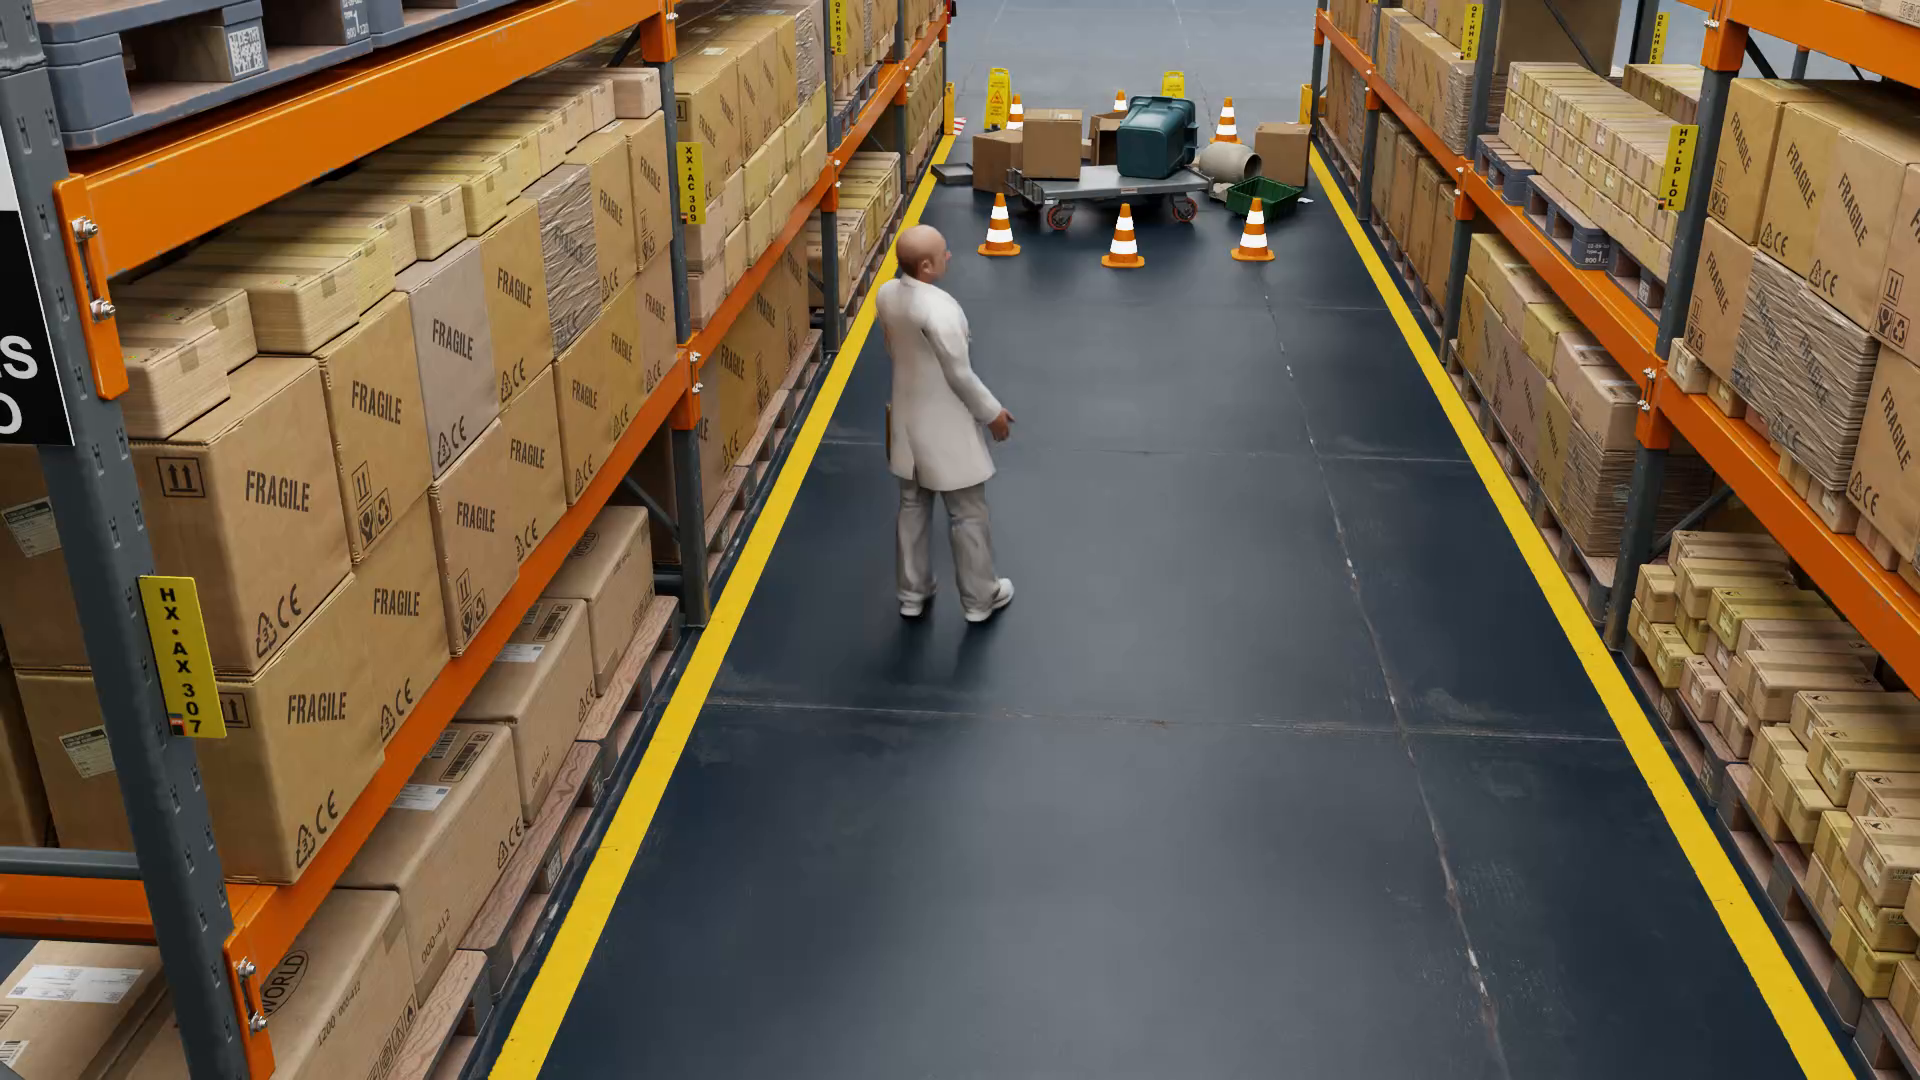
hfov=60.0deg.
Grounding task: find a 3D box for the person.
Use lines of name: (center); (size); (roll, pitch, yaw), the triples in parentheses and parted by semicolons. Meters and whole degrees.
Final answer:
person: (-0.049, -0.524, 7.235); (0.579, 1.769, 0.580); (-19, 30, -36)
